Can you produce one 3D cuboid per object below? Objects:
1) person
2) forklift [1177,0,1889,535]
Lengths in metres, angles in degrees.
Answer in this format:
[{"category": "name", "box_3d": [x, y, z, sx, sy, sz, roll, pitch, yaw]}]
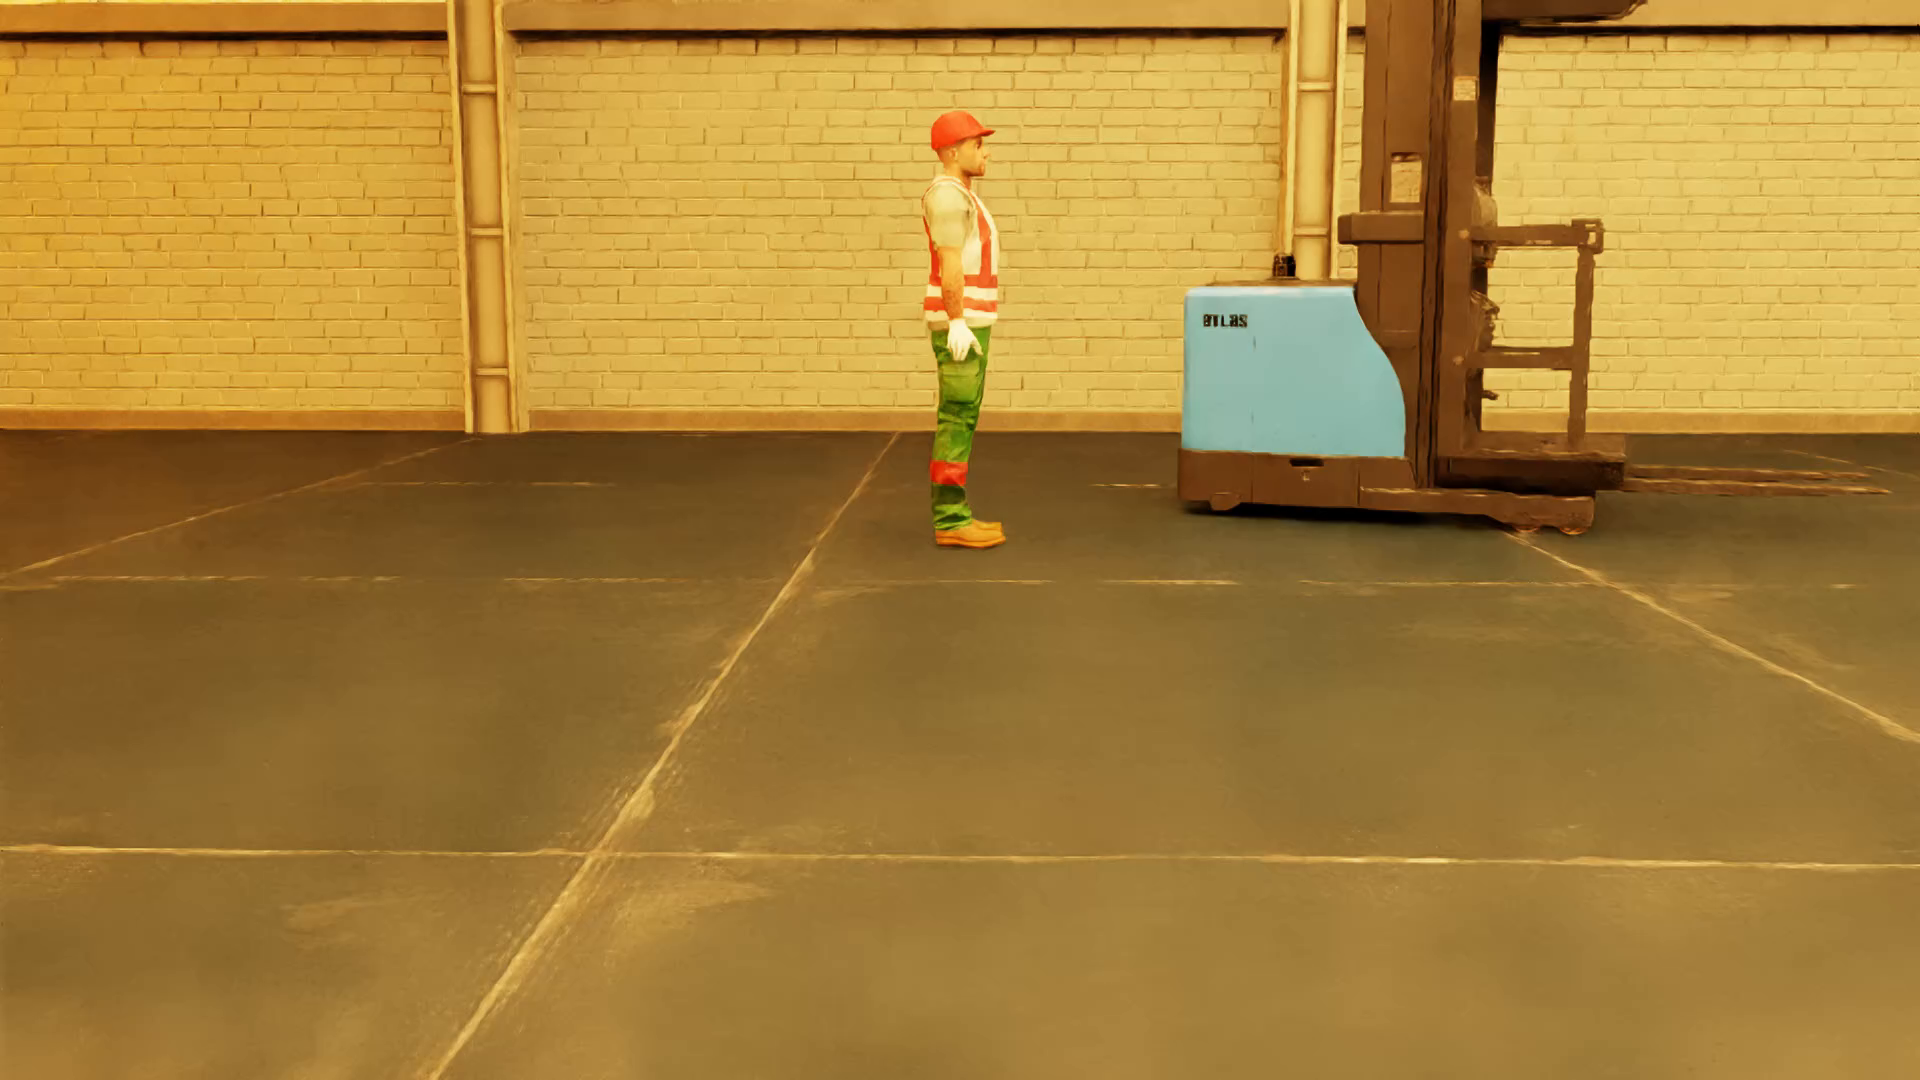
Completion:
[{"category": "person", "box_3d": [0.021, -0.886, 6.993, 0.349, 1.795, 0.540, 0, 9, 1]}, {"category": "forklift", "box_3d": [2.614, -1.562, 7.645, 3.031, 2.935, 1.130, 3, 9, 21]}]
